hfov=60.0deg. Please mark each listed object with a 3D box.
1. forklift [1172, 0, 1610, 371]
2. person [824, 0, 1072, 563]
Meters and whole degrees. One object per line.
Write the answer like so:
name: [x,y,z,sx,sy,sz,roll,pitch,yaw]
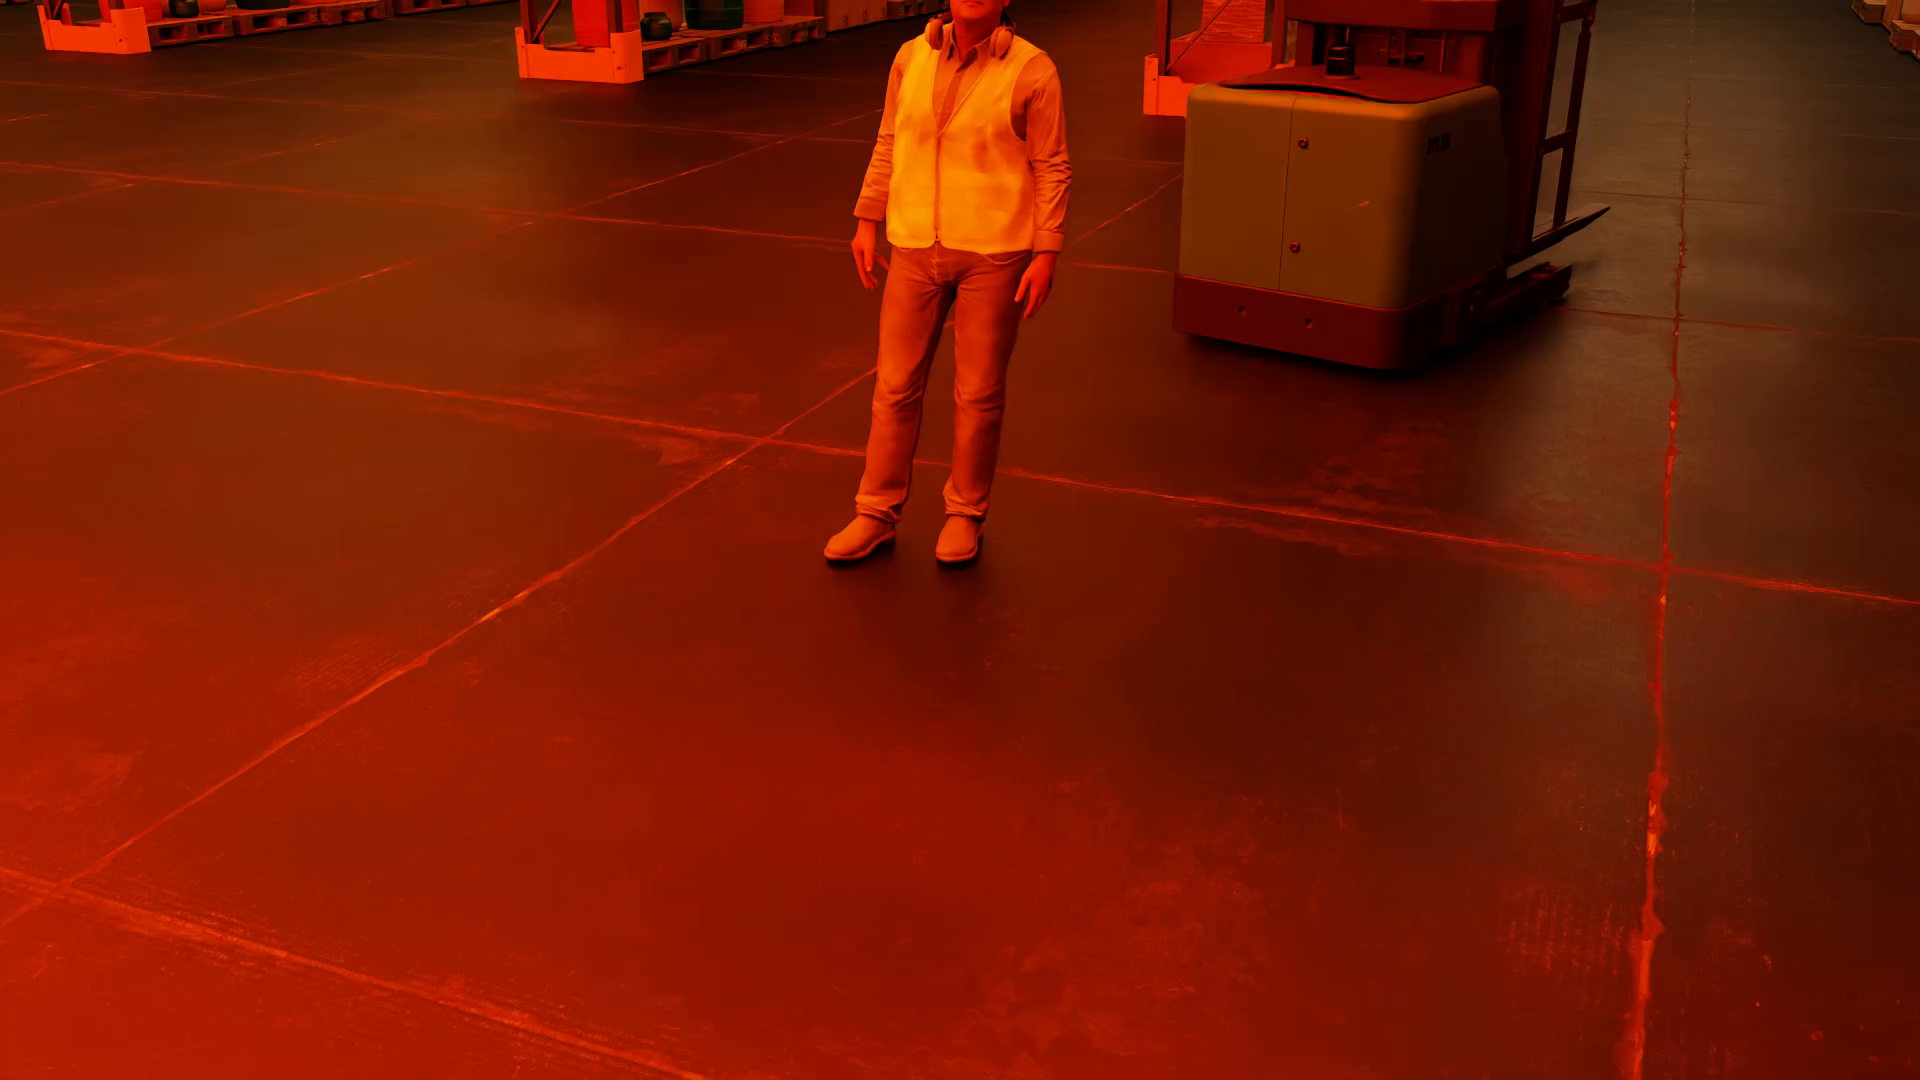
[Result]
forklift: [2.205,-2.518,7.317,1.130,2.935,3.031,17,28,35]
person: [-0.031,-0.804,4.697,0.634,1.775,0.566,9,24,21]
